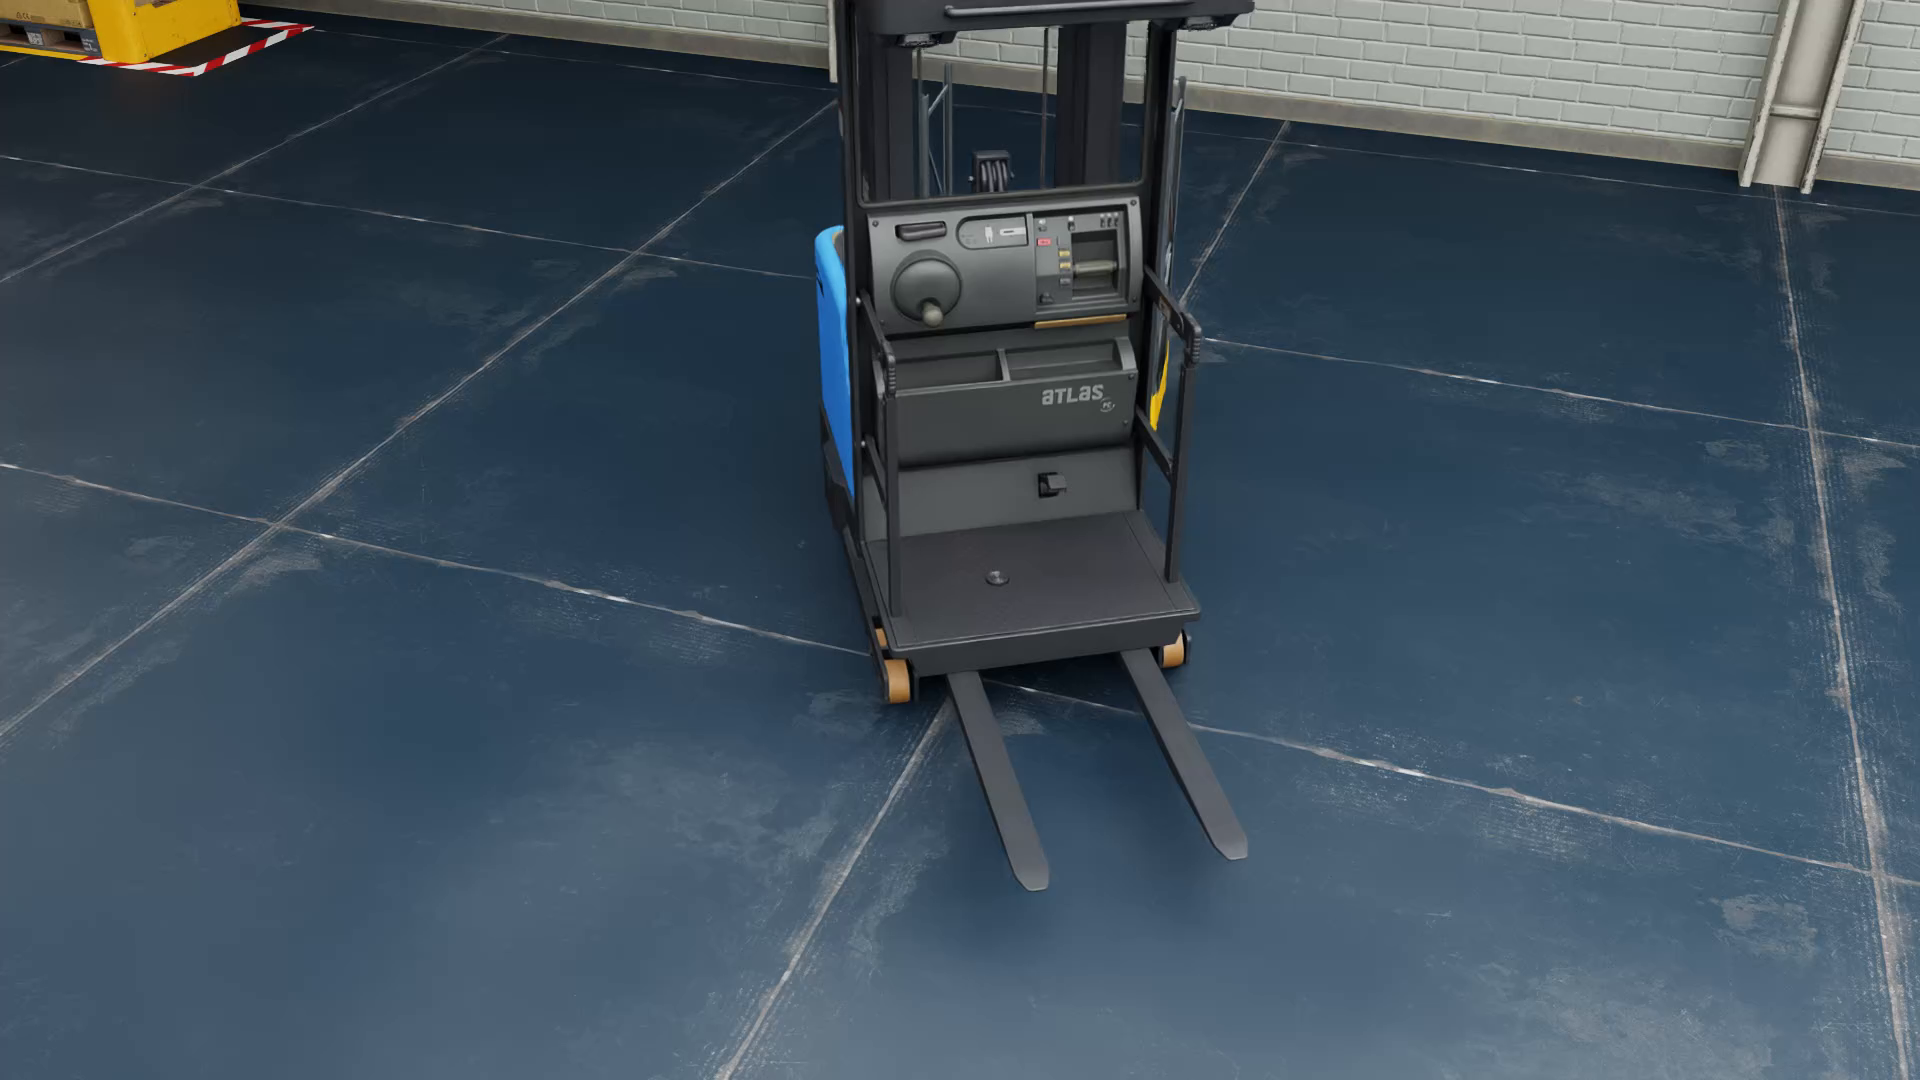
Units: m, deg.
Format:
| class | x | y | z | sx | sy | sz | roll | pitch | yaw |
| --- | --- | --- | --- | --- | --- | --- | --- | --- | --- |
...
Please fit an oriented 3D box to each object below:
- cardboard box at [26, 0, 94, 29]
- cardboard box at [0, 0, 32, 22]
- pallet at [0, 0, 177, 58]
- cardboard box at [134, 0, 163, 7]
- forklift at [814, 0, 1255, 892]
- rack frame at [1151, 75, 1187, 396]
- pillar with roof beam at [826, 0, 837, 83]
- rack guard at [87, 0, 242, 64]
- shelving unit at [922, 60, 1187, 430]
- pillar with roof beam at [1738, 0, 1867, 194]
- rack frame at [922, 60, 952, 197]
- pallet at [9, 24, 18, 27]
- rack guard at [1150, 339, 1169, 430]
| class | x | y | z | sx | sy | sz | roll | pitch | yaw |
| --- | --- | --- | --- | --- | --- | --- | --- | --- | --- |
| cardboard box | -6.532 | -4.003 | 12.333 | 0.500 | 0.250 | 0.500 | 11 | 35 | 17 |
| cardboard box | -6.997 | -4.099 | 12.481 | 0.500 | 0.250 | 0.500 | 11 | 34 | 16 |
| pallet | -6.717 | -4.004 | 12.757 | 1.213 | 0.211 | 1.003 | 11 | 34 | 16 |
| cardboard box | -6.380 | -4.268 | 12.743 | 0.500 | 0.250 | 0.500 | 11 | 34 | 17 |
| forklift | 0.205 | -0.876 | 5.404 | 1.130 | 2.935 | 3.031 | -7 | 33 | -10 |
| rack frame | 0.892 | -1.201 | 7.227 | 0.032 | 1.500 | 0.500 | 7 | 33 | 10 |
| pillar with roof beam | -2.139 | -4.869 | 5.995 | 0.400 | 9.000 | 9.100 | 11 | 34 | 16 |
| rack guard | -5.961 | -4.003 | 12.489 | 0.348 | 0.500 | 1.175 | 11 | 34 | 16 |
| shelving unit | 0.386 | -1.259 | 7.317 | 1.083 | 1.500 | 0.587 | 7 | 33 | 10 |
| pillar with roof beam | 3.509 | -3.771 | 4.295 | 0.400 | 9.000 | 9.100 | 11 | 34 | 16 |
| rack frame | -0.103 | -1.315 | 7.405 | 0.032 | 1.500 | 0.500 | 7 | 33 | 10 |
| pallet | -7.862 | -4.229 | 13.105 | 1.213 | 0.211 | 1.003 | 11 | 34 | 16 |
| rack guard | 0.873 | -0.678 | 7.569 | 0.087 | 0.250 | 0.587 | 7 | 33 | 10 |
